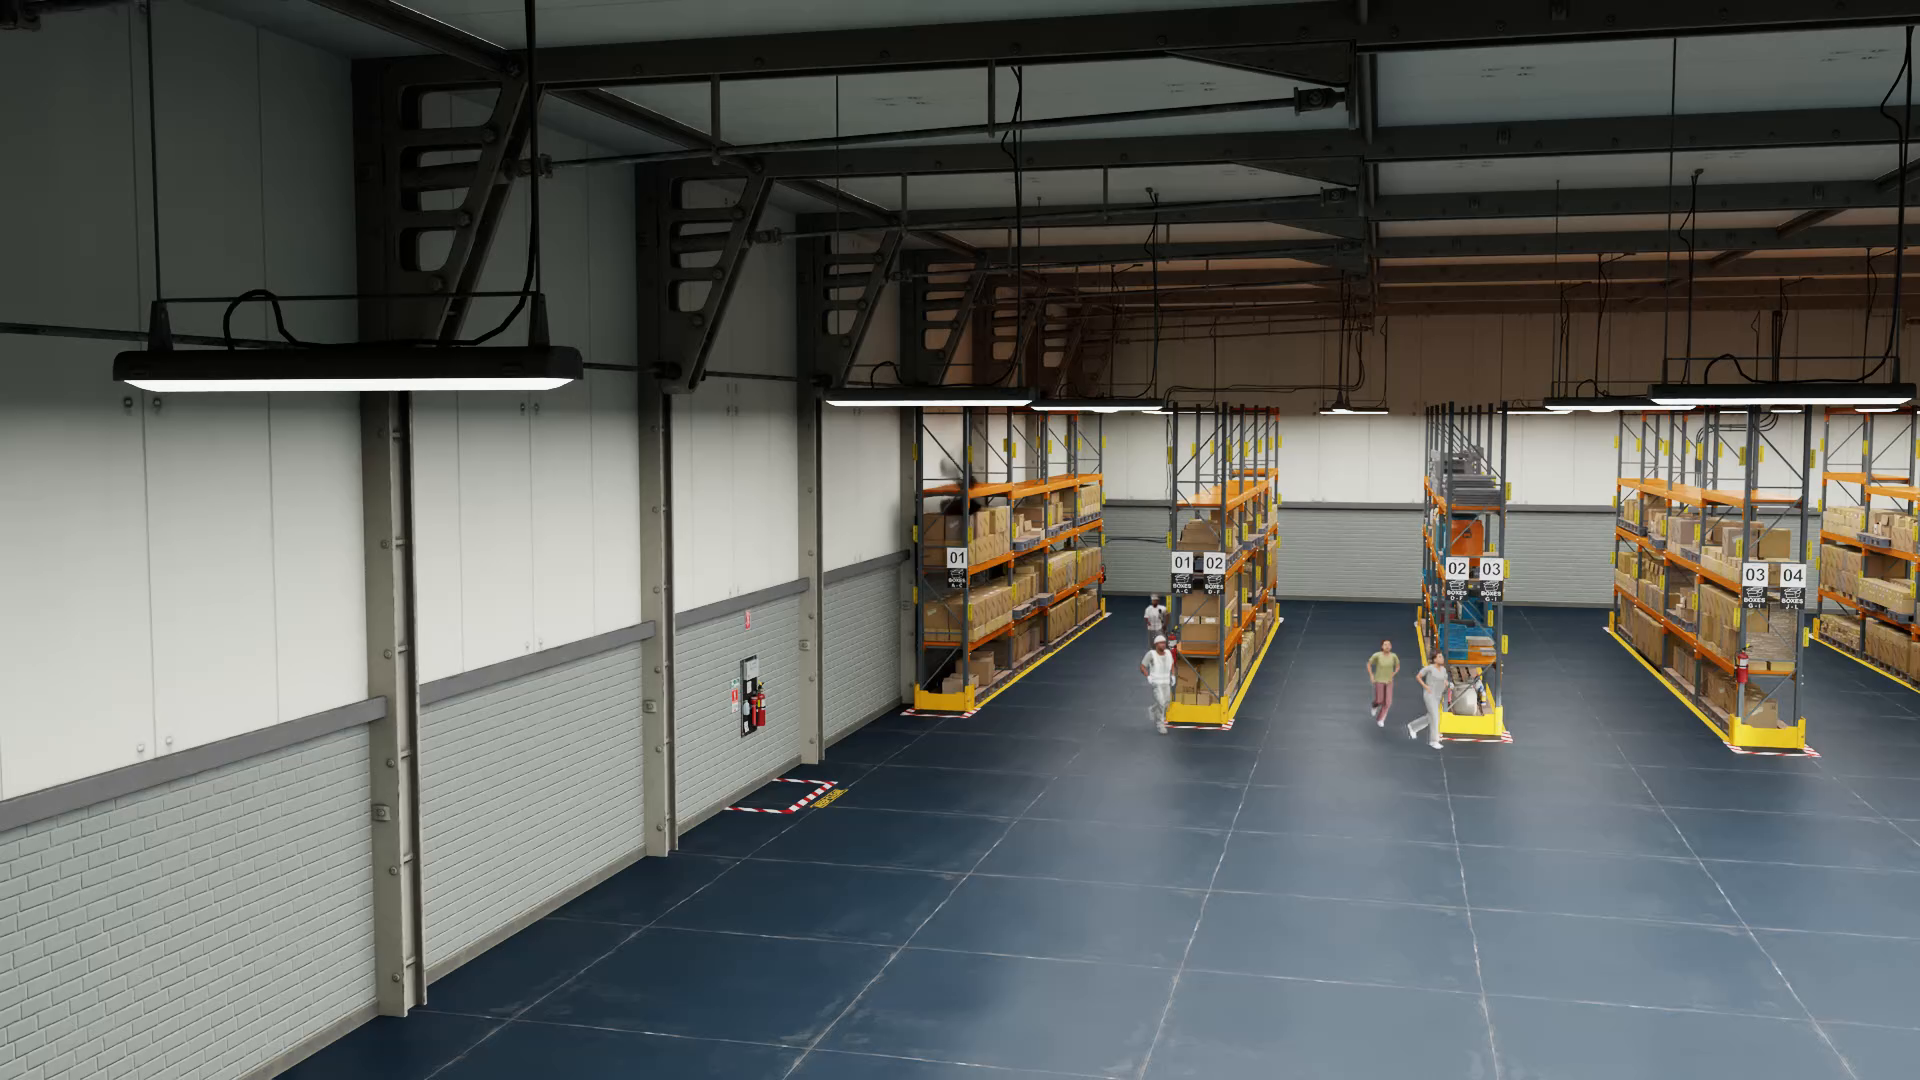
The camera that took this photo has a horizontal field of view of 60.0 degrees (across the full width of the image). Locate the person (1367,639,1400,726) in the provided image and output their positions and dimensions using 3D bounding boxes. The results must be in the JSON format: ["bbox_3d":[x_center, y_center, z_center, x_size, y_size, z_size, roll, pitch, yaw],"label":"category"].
[{"bbox_3d":[7.900,2.637,31.001,0.595,1.610,0.570,0,4,-3],"label":"person"}]

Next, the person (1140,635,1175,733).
[{"bbox_3d":[3.623,2.610,30.452,0.713,1.752,0.740,-2,5,-28],"label":"person"}]

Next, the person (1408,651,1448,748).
[{"bbox_3d":[8.288,2.764,29.169,0.601,1.661,0.865,-2,5,-27],"label":"person"}]

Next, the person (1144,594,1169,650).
[{"bbox_3d":[4.469,2.091,37.993,0.525,1.741,0.767,2,5,21],"label":"person"}]
